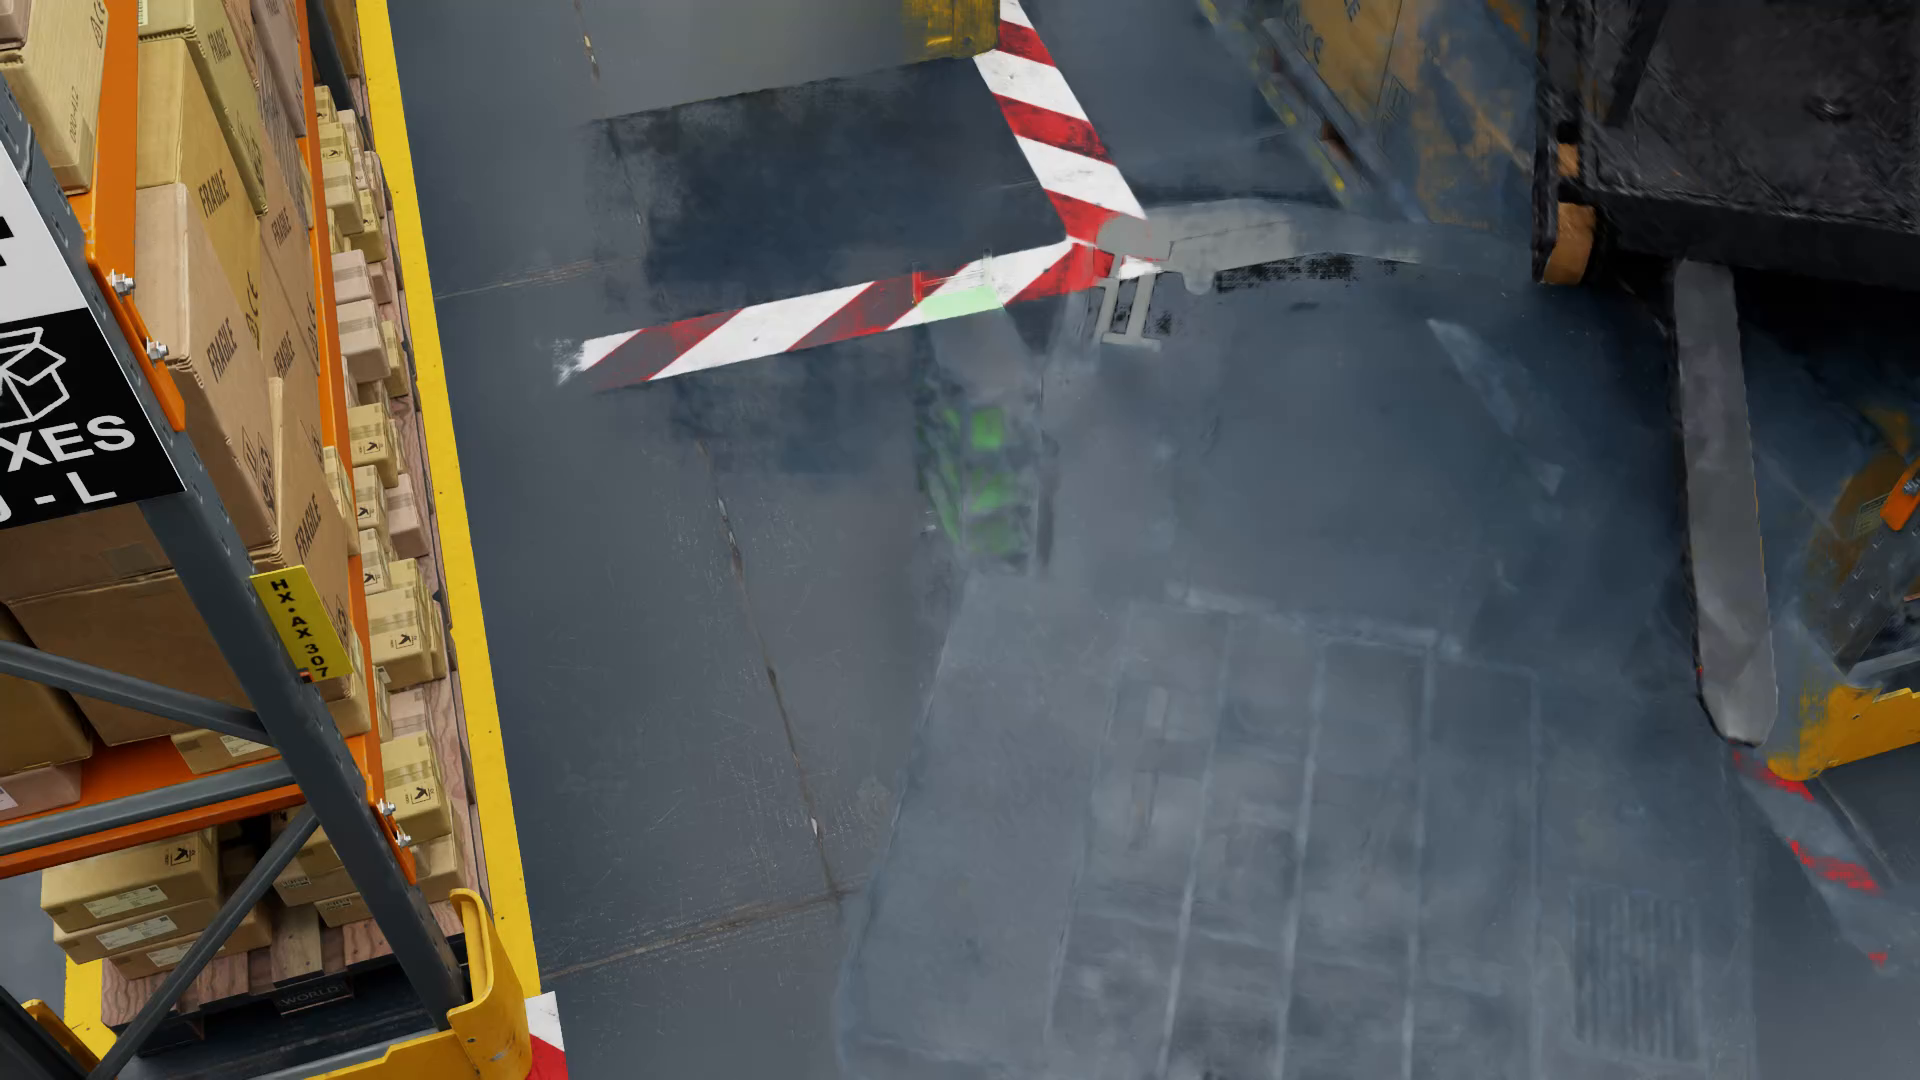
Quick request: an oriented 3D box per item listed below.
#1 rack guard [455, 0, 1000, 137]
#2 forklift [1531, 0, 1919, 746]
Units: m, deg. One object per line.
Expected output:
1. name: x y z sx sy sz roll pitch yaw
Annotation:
1. rack guard: -1.761 1.313 4.316 1.175 0.500 0.348 -13 51 -11
2. forklift: 0.473 0.997 2.992 1.130 2.935 3.031 10 51 8
